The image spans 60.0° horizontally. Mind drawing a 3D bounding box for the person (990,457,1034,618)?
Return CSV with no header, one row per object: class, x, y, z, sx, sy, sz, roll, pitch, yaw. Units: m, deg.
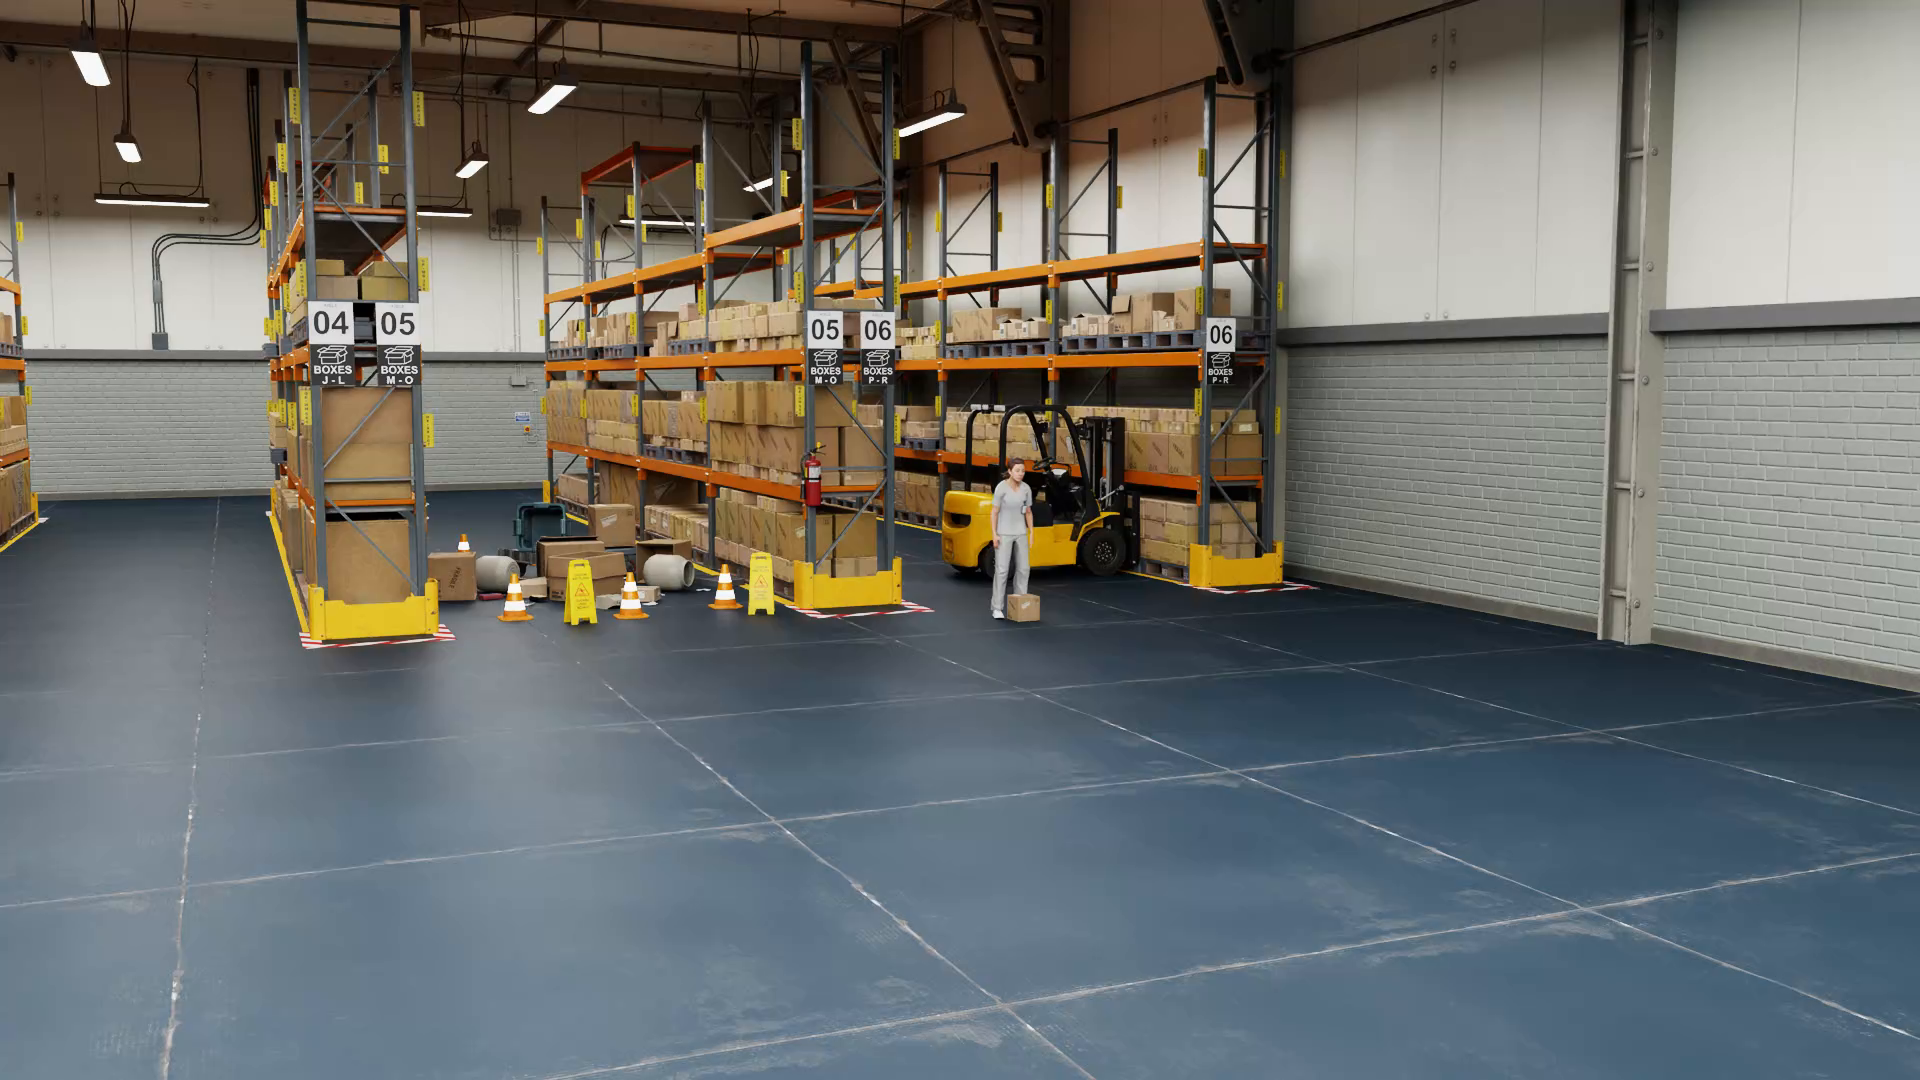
person,0.545,-0.033,17.305,0.490,1.673,0.354,-2,6,-24
